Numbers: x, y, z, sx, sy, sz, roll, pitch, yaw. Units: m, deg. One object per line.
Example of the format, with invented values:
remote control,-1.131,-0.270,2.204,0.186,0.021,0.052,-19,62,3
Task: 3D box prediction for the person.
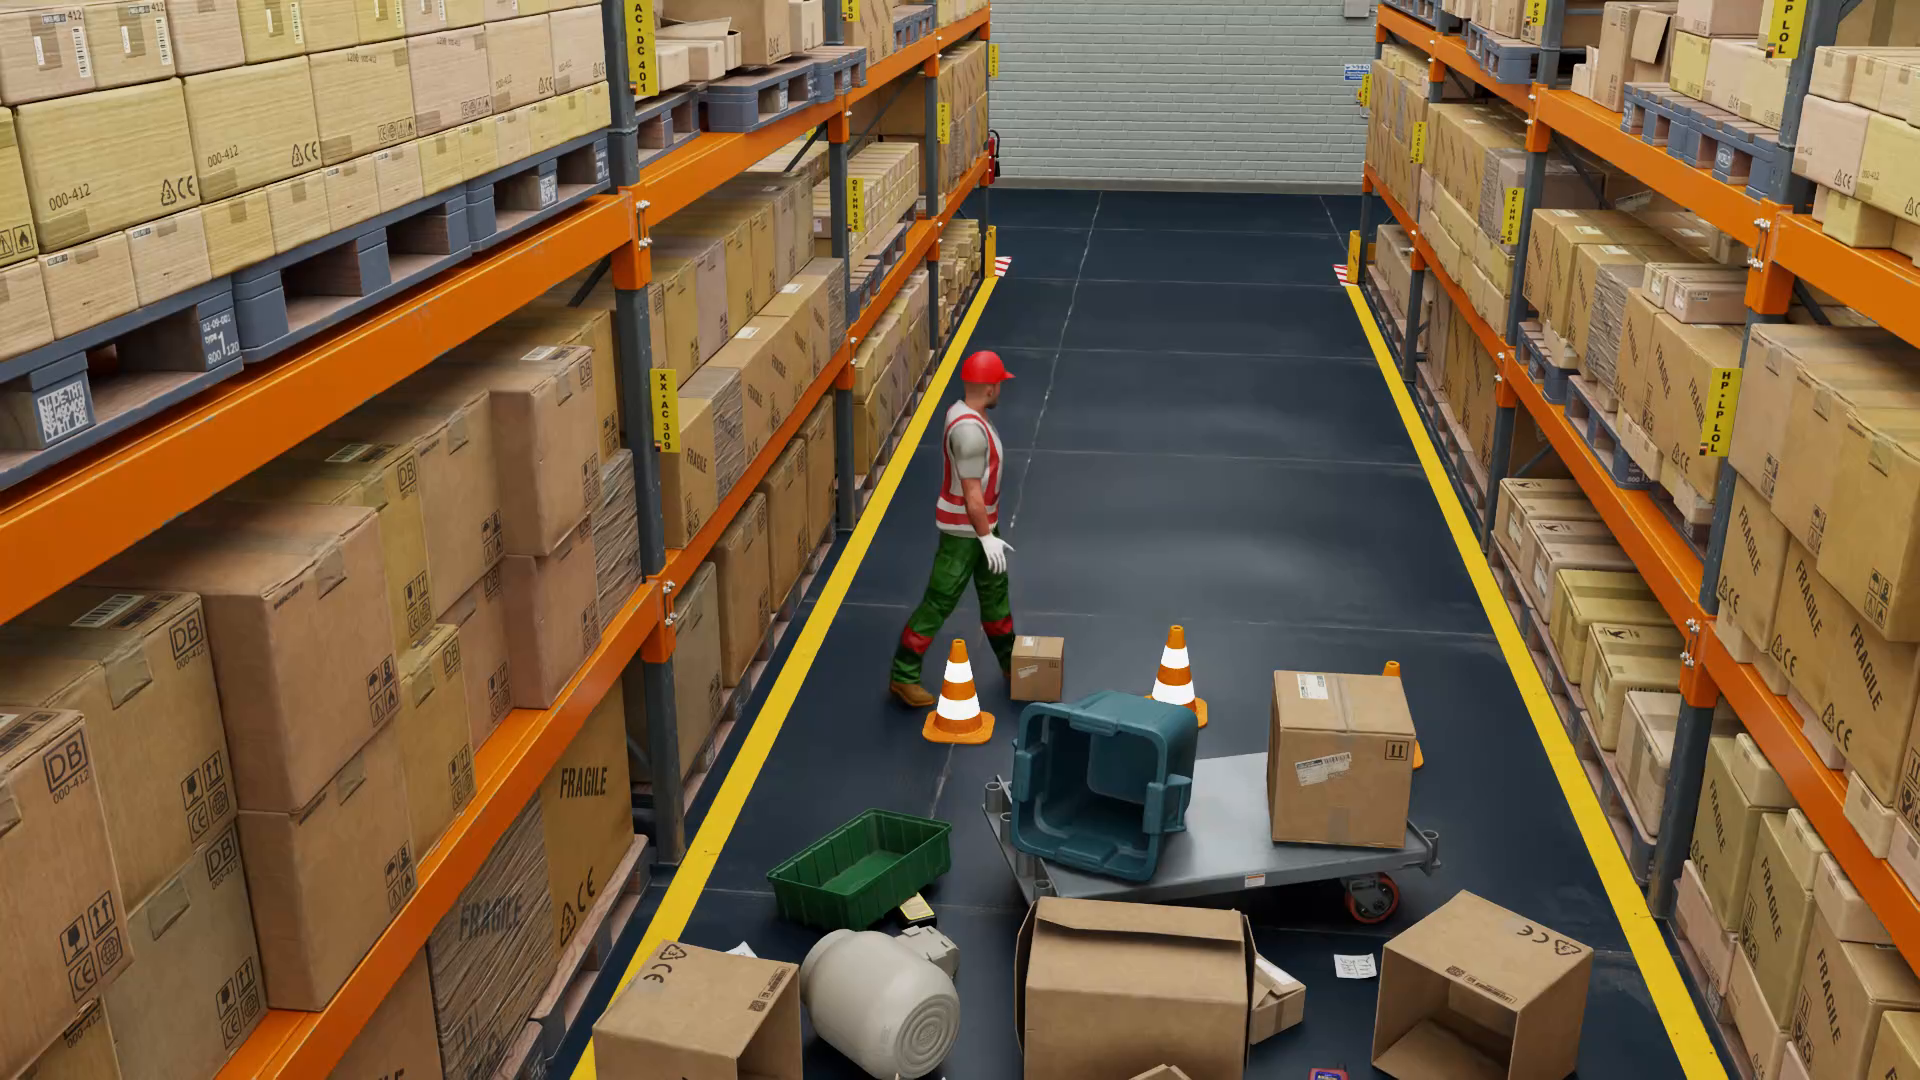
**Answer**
person,0.070,-0.055,8.235,0.842,1.772,0.648,2,21,5
